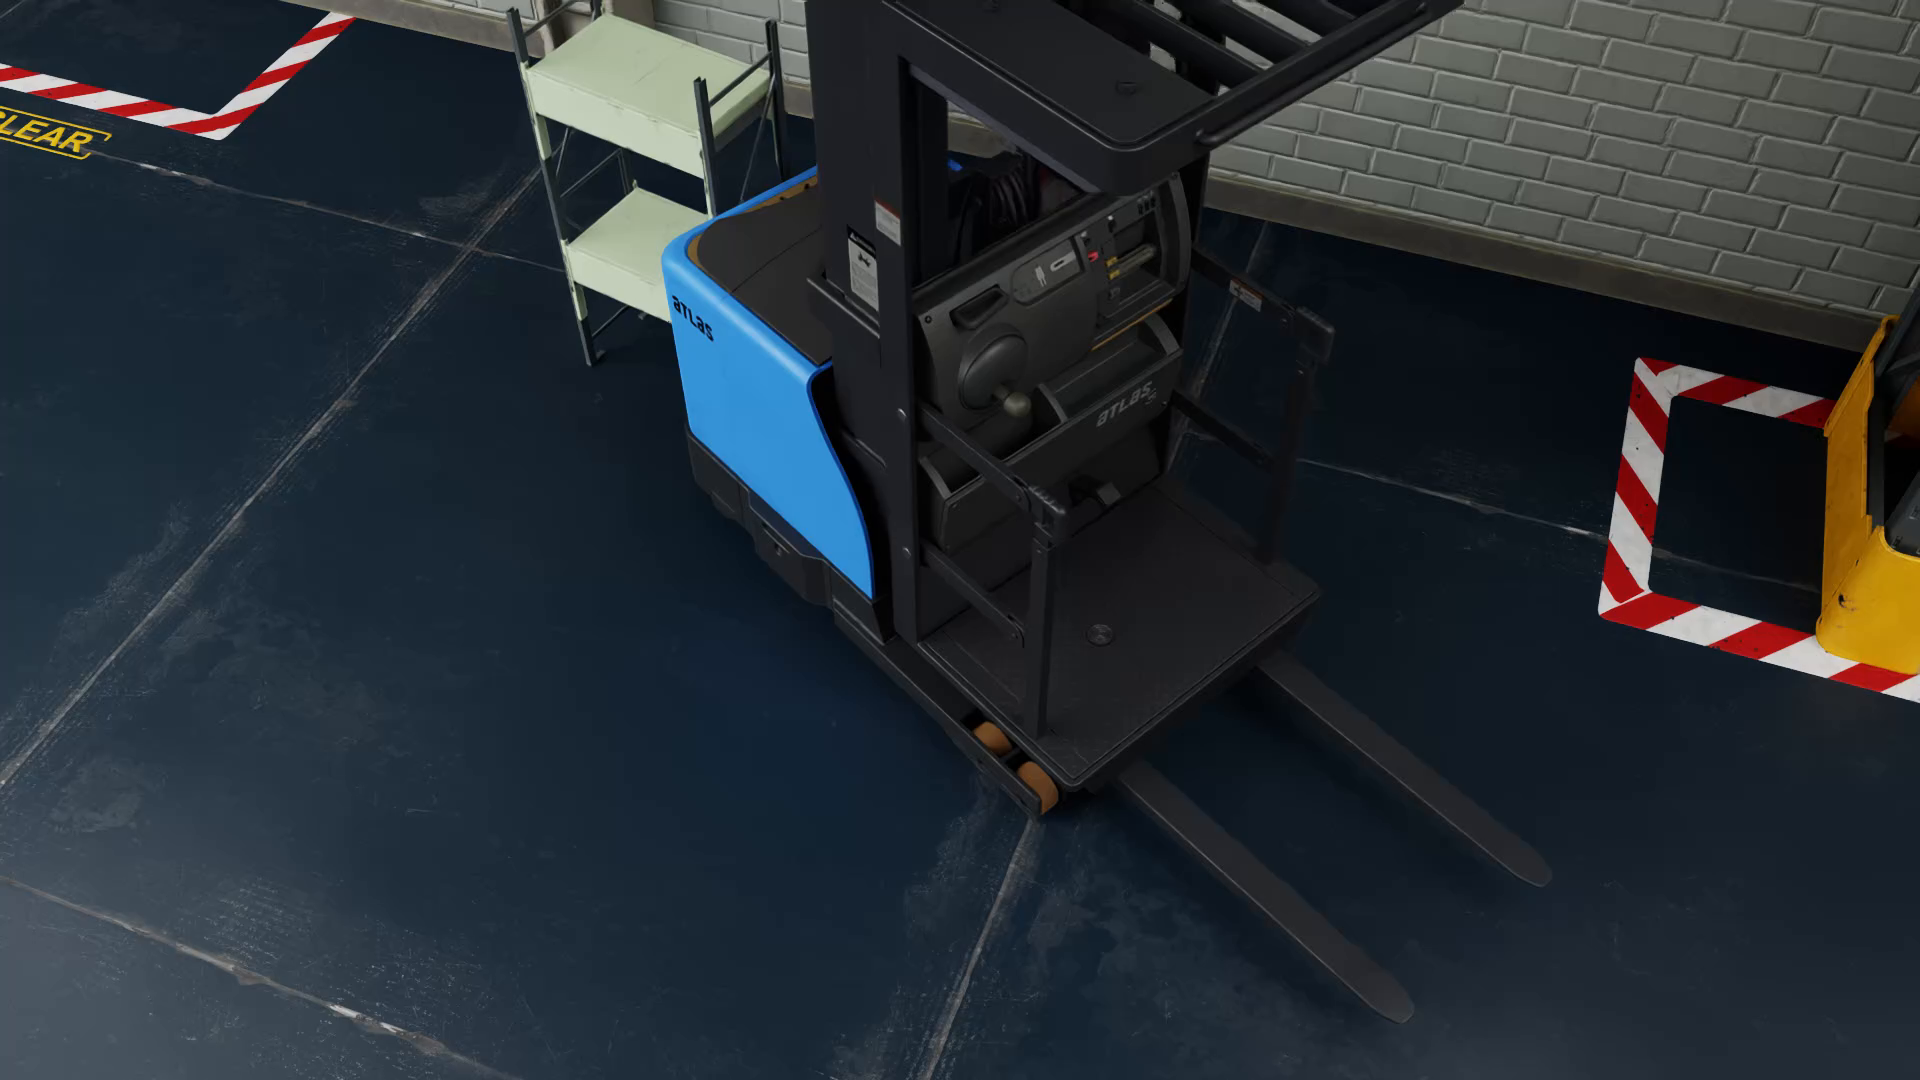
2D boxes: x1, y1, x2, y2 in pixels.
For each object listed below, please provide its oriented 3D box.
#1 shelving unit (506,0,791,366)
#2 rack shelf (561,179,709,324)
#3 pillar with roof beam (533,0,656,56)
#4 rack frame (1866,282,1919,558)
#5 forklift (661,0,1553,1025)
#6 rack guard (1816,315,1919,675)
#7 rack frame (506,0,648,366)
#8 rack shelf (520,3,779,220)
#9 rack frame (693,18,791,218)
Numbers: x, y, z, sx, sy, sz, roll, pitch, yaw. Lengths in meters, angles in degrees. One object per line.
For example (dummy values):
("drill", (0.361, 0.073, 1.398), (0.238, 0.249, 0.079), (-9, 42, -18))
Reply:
("shelving unit", (-0.995, -1.141, 5.747), (0.755, 1.500, 0.431), (25, 53, 20))
("rack shelf", (-0.995, -0.928, 5.993), (0.720, 0.370, 0.431), (25, 53, 20))
("pillar with roof beam", (-3.074, -1.925, 1.463), (0.400, 9.000, 9.100), (16, 51, 13))
("rack frame", (3.090, -1.011, 4.641), (0.127, 3.000, 1.000), (16, 51, 13))
("forklift", (0.409, -0.568, 4.303), (1.130, 2.935, 3.031), (-34, 57, -26))
("rack guard", (3.161, -0.172, 5.568), (0.348, 0.500, 1.175), (16, 51, 13))
("rack frame", (-1.307, -1.285, 5.871), (0.023, 1.500, 0.400), (25, 53, 20))
("rack shelf", (-0.995, -1.397, 5.452), (0.720, 0.370, 0.431), (25, 53, 20))
("rack frame", (-0.682, -0.998, 5.622), (0.023, 1.500, 0.400), (25, 53, 20))
